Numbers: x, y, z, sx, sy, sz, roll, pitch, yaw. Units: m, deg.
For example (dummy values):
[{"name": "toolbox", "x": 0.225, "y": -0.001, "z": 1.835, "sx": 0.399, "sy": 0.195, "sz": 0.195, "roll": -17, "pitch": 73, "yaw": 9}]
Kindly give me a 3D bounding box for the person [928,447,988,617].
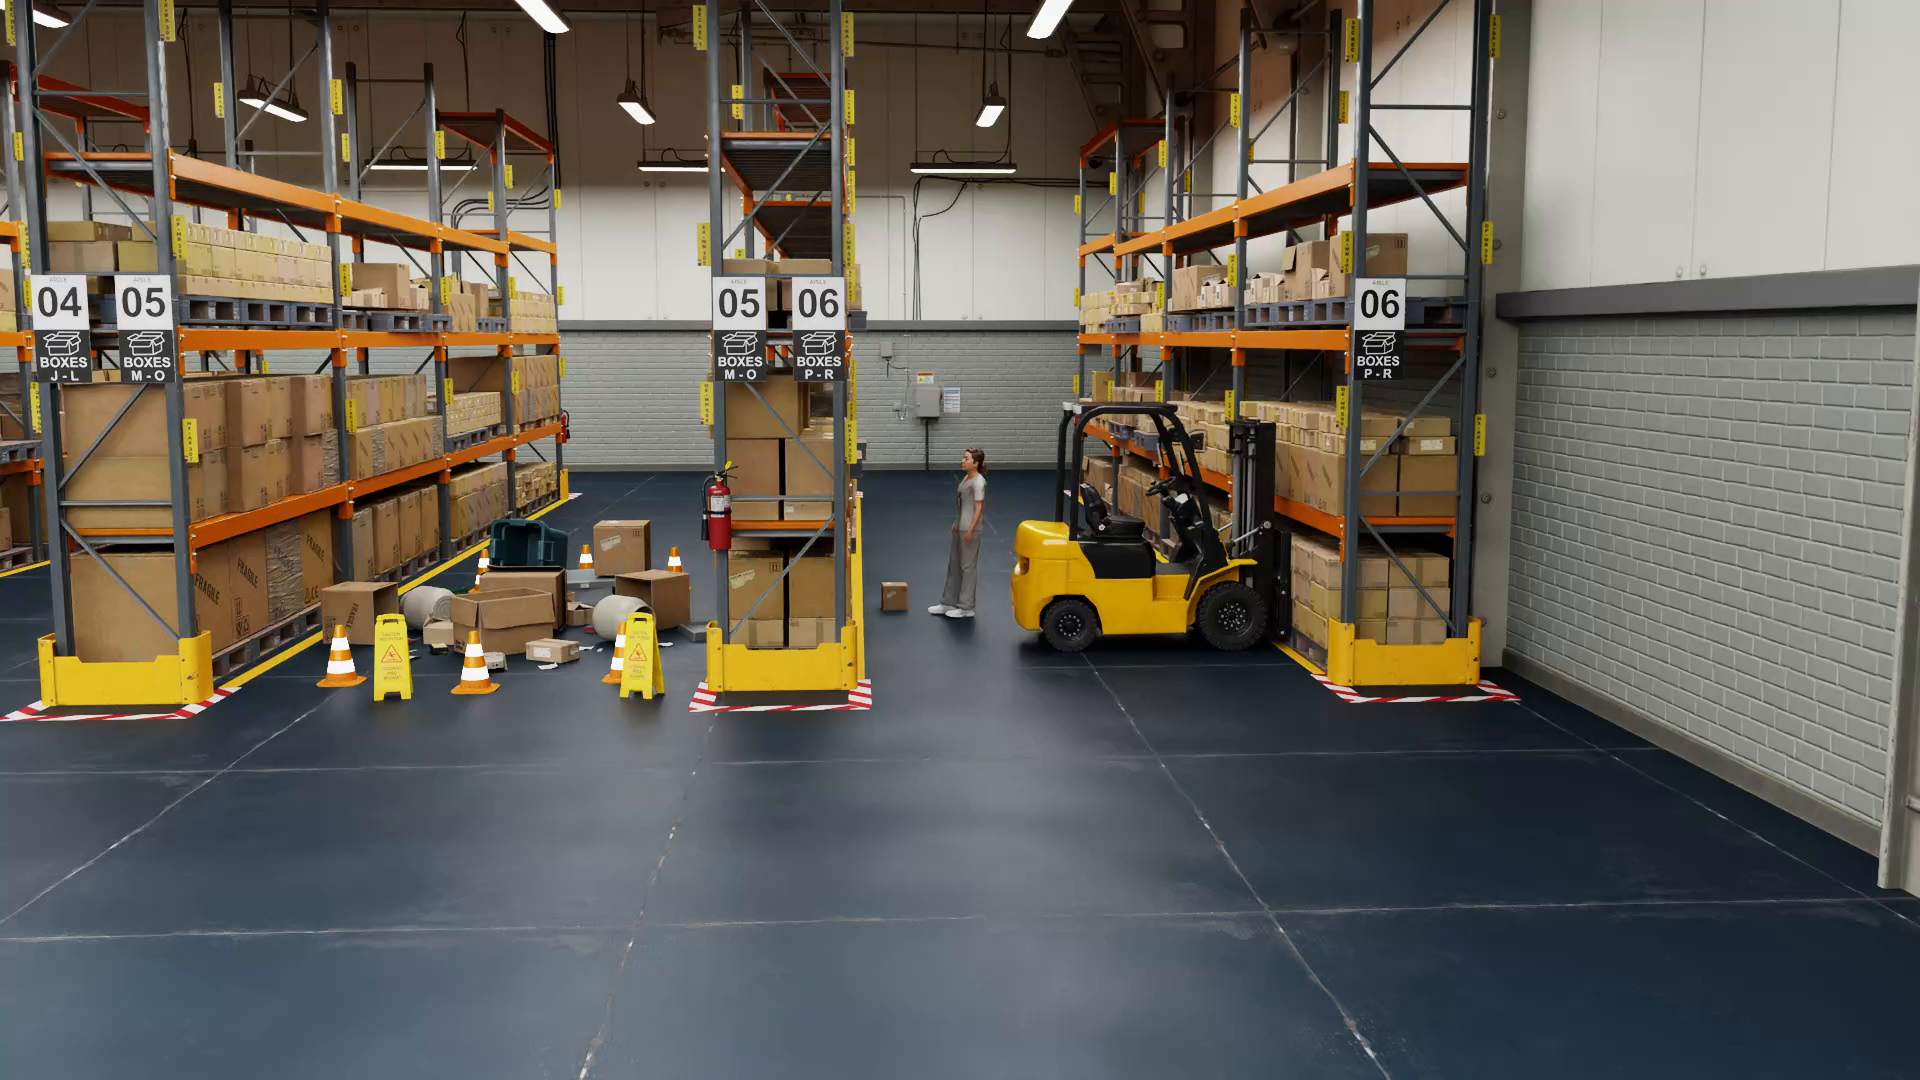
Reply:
[{"name": "person", "x": 0.005, "y": -0.078, "z": 16.322, "sx": 0.549, "sy": 1.676, "sz": 0.549, "roll": -2, "pitch": 7, "yaw": -15}]
